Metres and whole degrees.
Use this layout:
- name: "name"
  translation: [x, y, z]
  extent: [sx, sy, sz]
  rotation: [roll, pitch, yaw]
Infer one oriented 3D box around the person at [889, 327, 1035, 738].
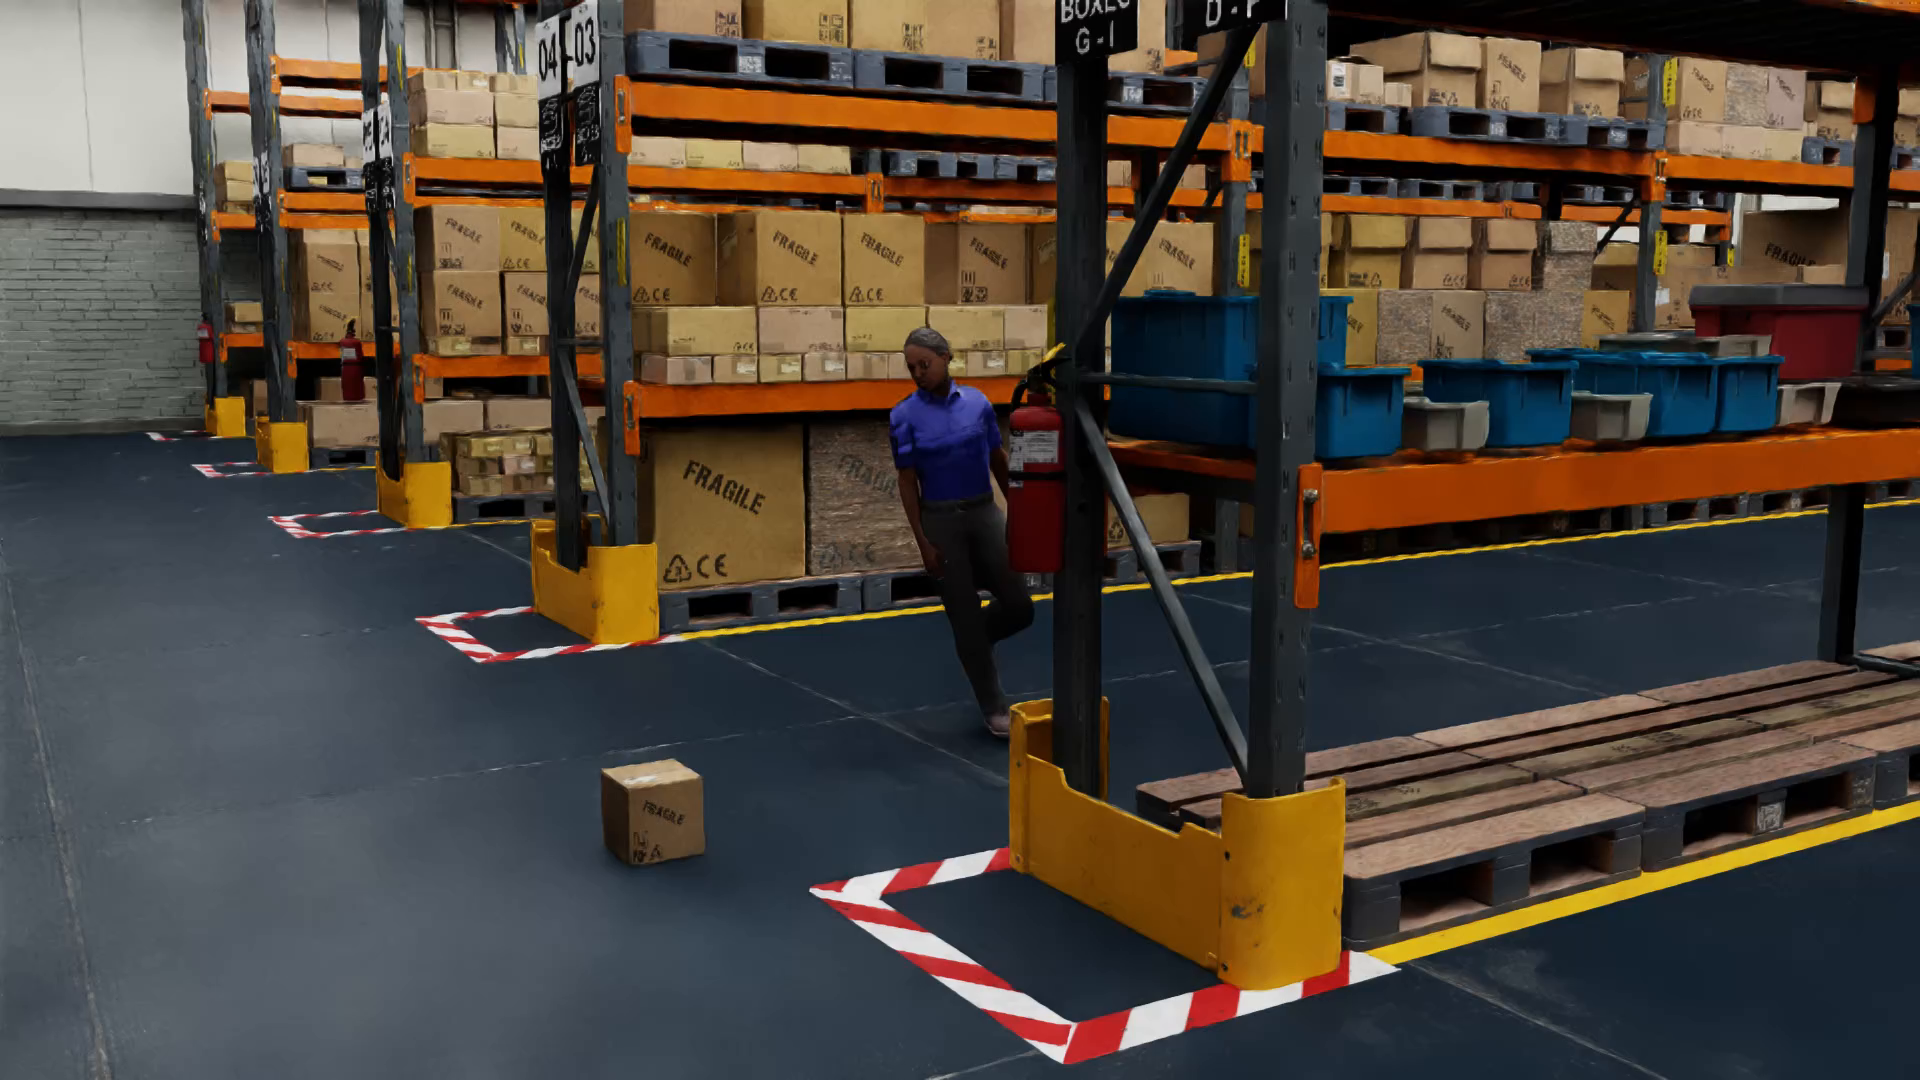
- name: "person"
  translation: [-0.012, -0.039, 6.651]
  extent: [0.563, 1.614, 0.614]
  rotation: [-3, 9, -21]
